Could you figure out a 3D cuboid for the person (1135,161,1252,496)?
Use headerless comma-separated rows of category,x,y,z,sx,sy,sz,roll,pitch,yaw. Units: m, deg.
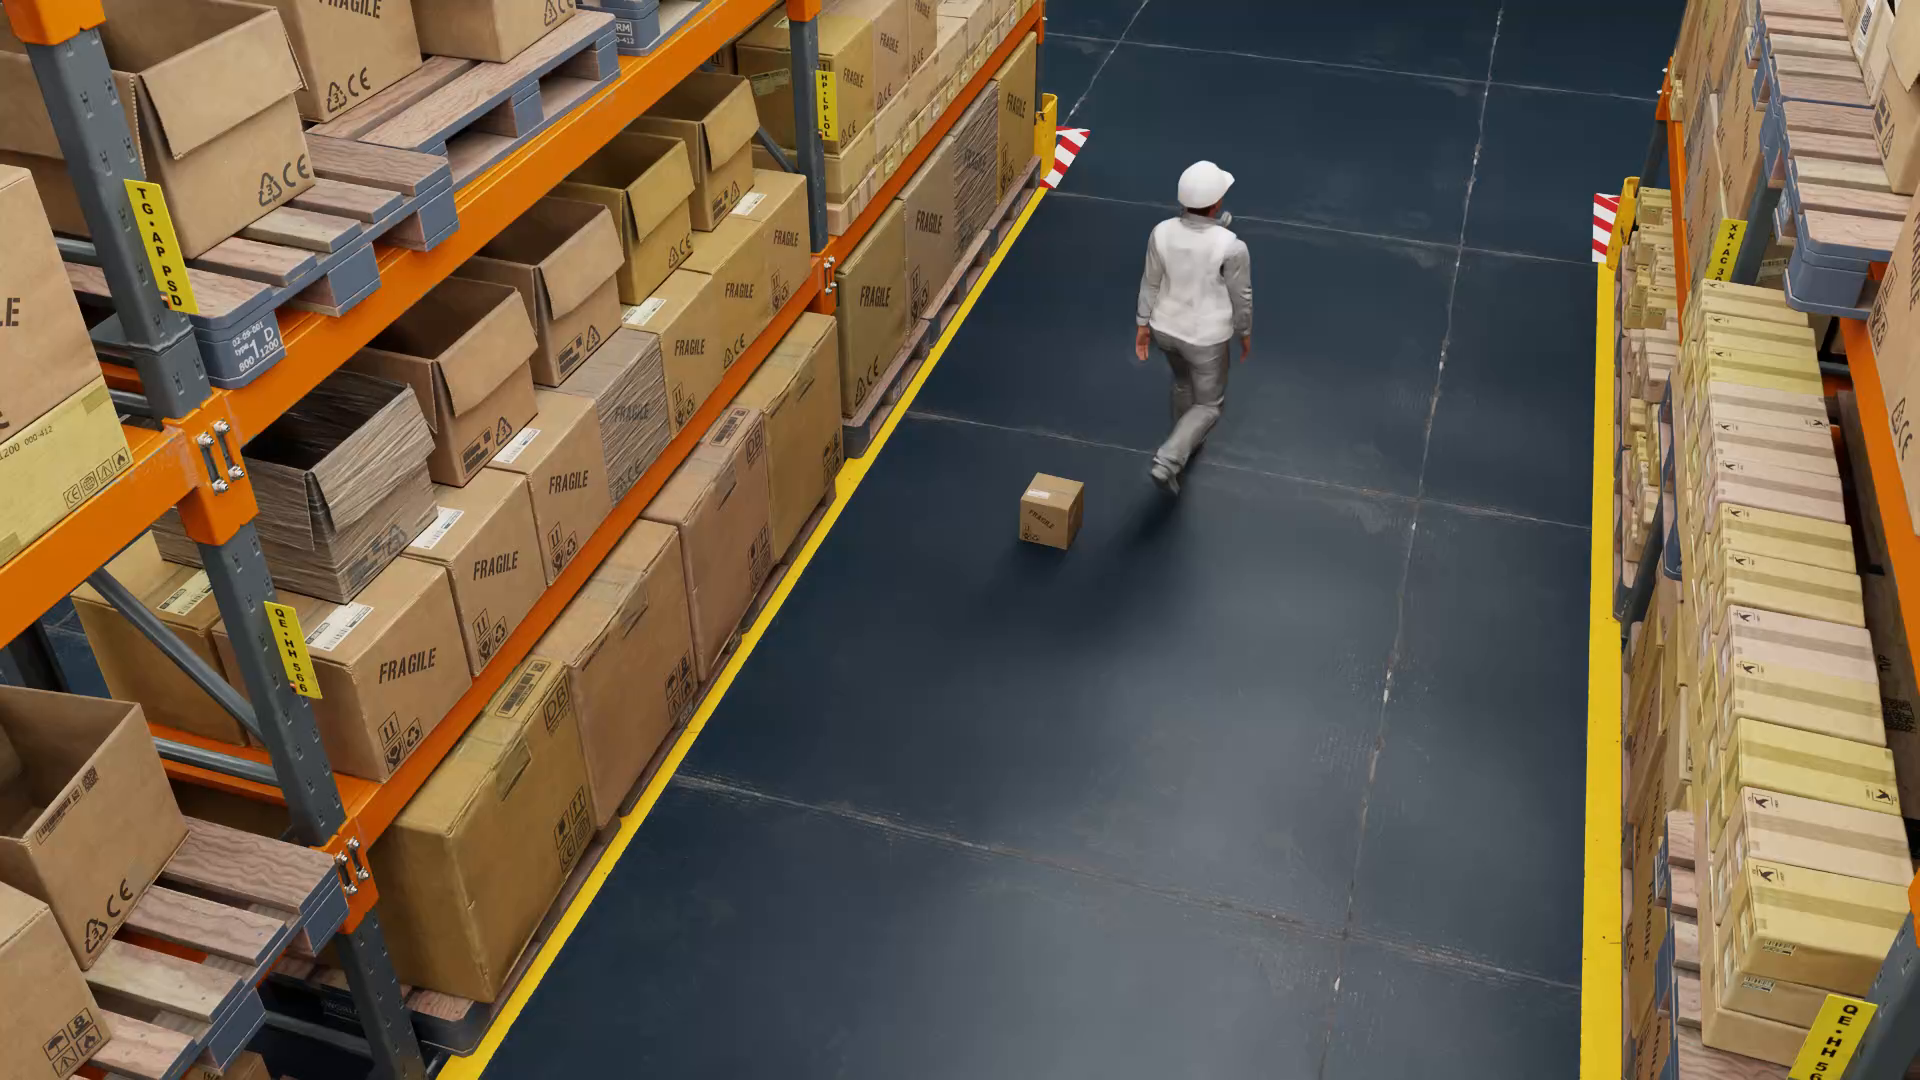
person,1.143,-1.034,8.246,0.552,1.741,0.866,23,42,27
